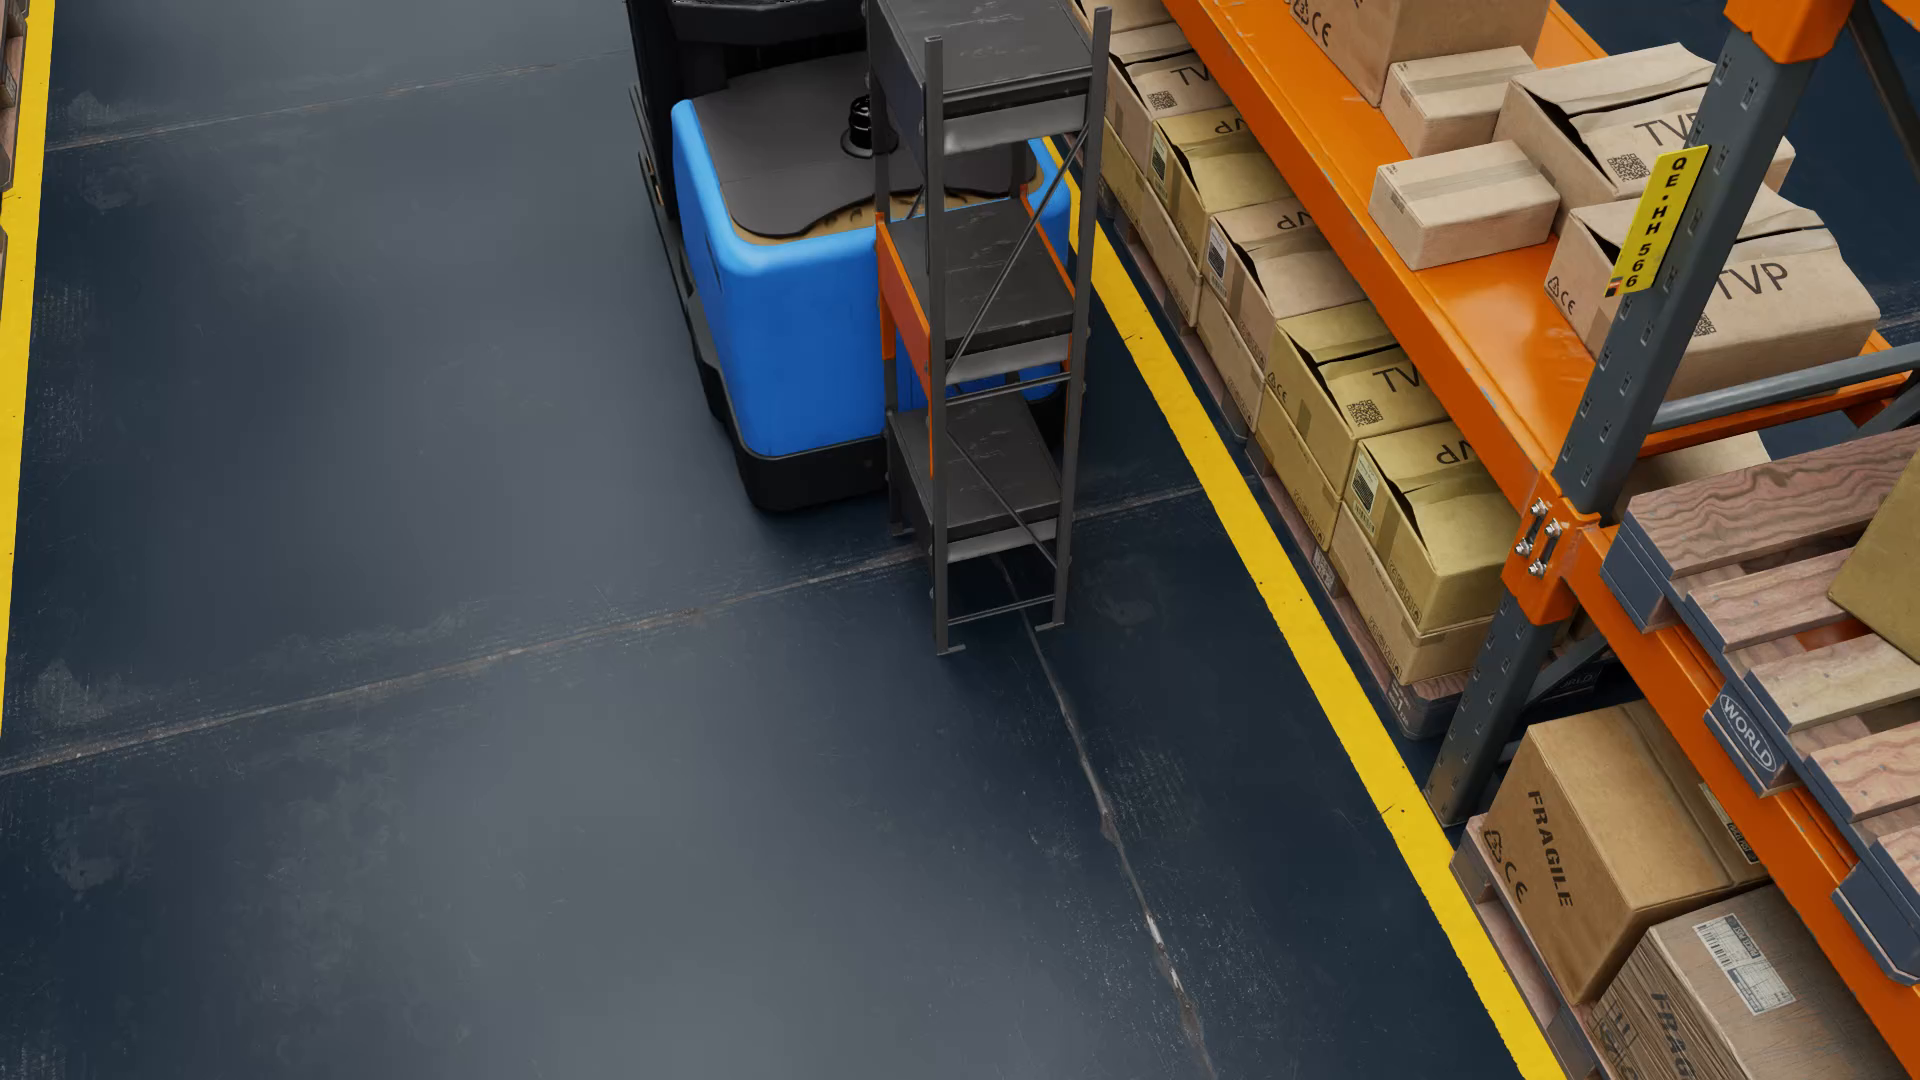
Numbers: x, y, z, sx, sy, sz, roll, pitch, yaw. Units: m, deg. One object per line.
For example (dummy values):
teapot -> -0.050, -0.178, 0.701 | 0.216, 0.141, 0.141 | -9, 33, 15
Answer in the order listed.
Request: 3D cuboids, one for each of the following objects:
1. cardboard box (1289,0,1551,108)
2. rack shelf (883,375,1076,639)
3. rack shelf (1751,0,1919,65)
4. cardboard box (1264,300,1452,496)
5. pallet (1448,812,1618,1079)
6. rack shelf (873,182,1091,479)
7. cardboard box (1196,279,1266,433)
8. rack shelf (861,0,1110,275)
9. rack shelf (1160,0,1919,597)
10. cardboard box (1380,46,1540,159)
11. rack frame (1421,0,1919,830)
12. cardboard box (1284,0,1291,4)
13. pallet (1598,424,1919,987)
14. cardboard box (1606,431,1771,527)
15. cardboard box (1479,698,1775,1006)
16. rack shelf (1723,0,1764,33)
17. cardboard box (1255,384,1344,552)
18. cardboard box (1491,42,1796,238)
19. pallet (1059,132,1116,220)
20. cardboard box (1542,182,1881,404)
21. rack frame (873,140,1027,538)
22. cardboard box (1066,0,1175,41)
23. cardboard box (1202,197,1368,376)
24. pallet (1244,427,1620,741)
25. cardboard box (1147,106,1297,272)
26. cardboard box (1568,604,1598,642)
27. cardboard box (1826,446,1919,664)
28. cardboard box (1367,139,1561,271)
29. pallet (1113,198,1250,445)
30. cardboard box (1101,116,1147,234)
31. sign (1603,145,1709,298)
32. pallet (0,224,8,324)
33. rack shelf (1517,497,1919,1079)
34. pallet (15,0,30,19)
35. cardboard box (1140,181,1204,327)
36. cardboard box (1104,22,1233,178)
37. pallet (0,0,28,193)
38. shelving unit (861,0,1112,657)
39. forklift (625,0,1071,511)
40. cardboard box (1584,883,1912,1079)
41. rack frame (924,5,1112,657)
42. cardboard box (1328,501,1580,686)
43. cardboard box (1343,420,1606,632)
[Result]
cardboard box -> 1.275, -1.581, 4.555 | 0.500, 0.500, 0.500 | -16, 52, -13
rack shelf -> 0.049, -0.096, 4.891 | 0.431, 0.518, 0.480 | -13, 51, -11
rack shelf -> 2.379, 0.399, 1.460 | 1.077, 0.370, 4.000 | -13, 51, -11
cardboard box -> 1.237, -0.462, 4.834 | 0.500, 0.311, 0.500 | -14, 51, -12
pallet -> 1.972, 1.126, 4.163 | 1.003, 0.211, 1.213 | -13, 51, -11
rack shelf -> 0.049, -0.547, 4.356 | 0.431, 0.518, 0.480 | -13, 51, -11
cardboard box -> 1.097, -0.649, 5.359 | 0.500, 0.250, 0.500 | -12, 51, -10
rack shelf -> 0.049, -0.998, 3.821 | 0.431, 0.518, 0.480 | -13, 51, -11
rack shelf -> 1.196, -1.556, 5.070 | 1.077, 0.370, 4.000 | -13, 51, -11
cardboard box -> 1.356, -1.164, 4.434 | 0.380, 0.149, 0.250 | -10, 51, -8
rack frame -> 1.787, -0.327, 3.564 | 1.000, 3.000, 0.127 | -13, 51, -11
cardboard box -> 1.120, -1.965, 4.879 | 0.500, 0.500, 0.500 | -13, 51, -11
pallet -> 2.055, 0.214, 3.233 | 1.213, 0.211, 1.003 | -13, 51, -11
cardboard box -> 1.913, -0.206, 4.618 | 0.500, 0.311, 0.500 | -12, 51, -10
cardboard box -> 1.649, 0.734, 4.016 | 0.500, 0.500, 0.500 | -11, 51, -9
rack shelf -> 1.196, -2.522, 3.923 | 1.077, 0.370, 4.000 | -13, 51, -11
cardboard box -> 1.243, -0.281, 5.048 | 0.500, 0.250, 0.500 | -14, 51, -11
cardboard box -> 1.708, -0.995, 4.185 | 0.500, 0.311, 0.500 | -14, 51, -11
pallet -> 0.859, -1.820, 6.646 | 1.003, 0.211, 1.213 | -13, 51, -11
cardboard box -> 1.721, -0.574, 3.830 | 0.500, 0.311, 0.500 | -10, 51, -9
rack frame -> -0.023, -0.734, 4.496 | 0.400, 2.100, 0.015 | -13, 51, -11
cardboard box -> 0.631, -1.953, 6.092 | 0.500, 0.311, 0.500 | -14, 51, -11
cardboard box -> 1.090, -0.831, 5.146 | 0.500, 0.311, 0.500 | -14, 51, -11
pallet -> 1.581, -0.038, 5.144 | 1.003, 0.211, 1.213 | -13, 51, -11
cardboard box -> 0.944, -1.197, 5.454 | 0.500, 0.311, 0.500 | -12, 51, -10
cardboard box -> 1.913, -0.025, 4.833 | 0.500, 0.250, 0.500 | -13, 51, -11
cardboard box -> 2.081, -0.060, 2.998 | 0.700, 0.500, 0.500 | -30, 56, -23
cardboard box -> 1.257, -0.840, 4.161 | 0.380, 0.149, 0.250 | -13, 51, -11
pallet -> 1.224, -0.928, 5.894 | 1.003, 0.211, 1.213 | -13, 51, -11
cardboard box -> 0.792, -1.395, 5.988 | 0.500, 0.250, 0.500 | -15, 51, -12
sign -> 1.258, -0.572, 3.013 | 0.100, 0.325, 0.005 | -13, 51, -11
pallet -> -3.859, -0.667, 5.675 | 1.003, 0.211, 1.213 | -13, 51, -11
rack shelf -> 2.379, 1.366, 2.607 | 1.077, 0.370, 4.000 | -13, 51, -11
pallet -> -4.652, -2.625, 7.325 | 1.003, 0.211, 1.213 | -13, 51, -11
cardboard box -> 0.942, -1.024, 5.675 | 0.500, 0.250, 0.500 | -12, 51, -10
cardboard box -> 0.786, -1.575, 5.773 | 0.500, 0.311, 0.500 | -15, 51, -12
pallet -> -4.288, -1.732, 6.572 | 1.003, 0.211, 1.213 | -13, 51, -11
shelving unit -> 0.049, -0.556, 4.345 | 0.431, 2.100, 0.503 | -13, 51, -11
forklift -> -0.584, -2.192, 5.181 | 1.130, 2.935, 3.031 | -13, 51, -11
cardboard box -> 1.809, 1.115, 3.695 | 0.500, 0.500, 0.500 | -15, 51, -12
rack frame -> 0.121, -0.378, 4.195 | 0.400, 2.100, 0.015 | -13, 51, -11
cardboard box -> 1.398, 0.095, 4.732 | 0.500, 0.250, 0.500 | -12, 51, -10
cardboard box -> 1.397, -0.083, 4.515 | 0.500, 0.311, 0.500 | -12, 51, -10
